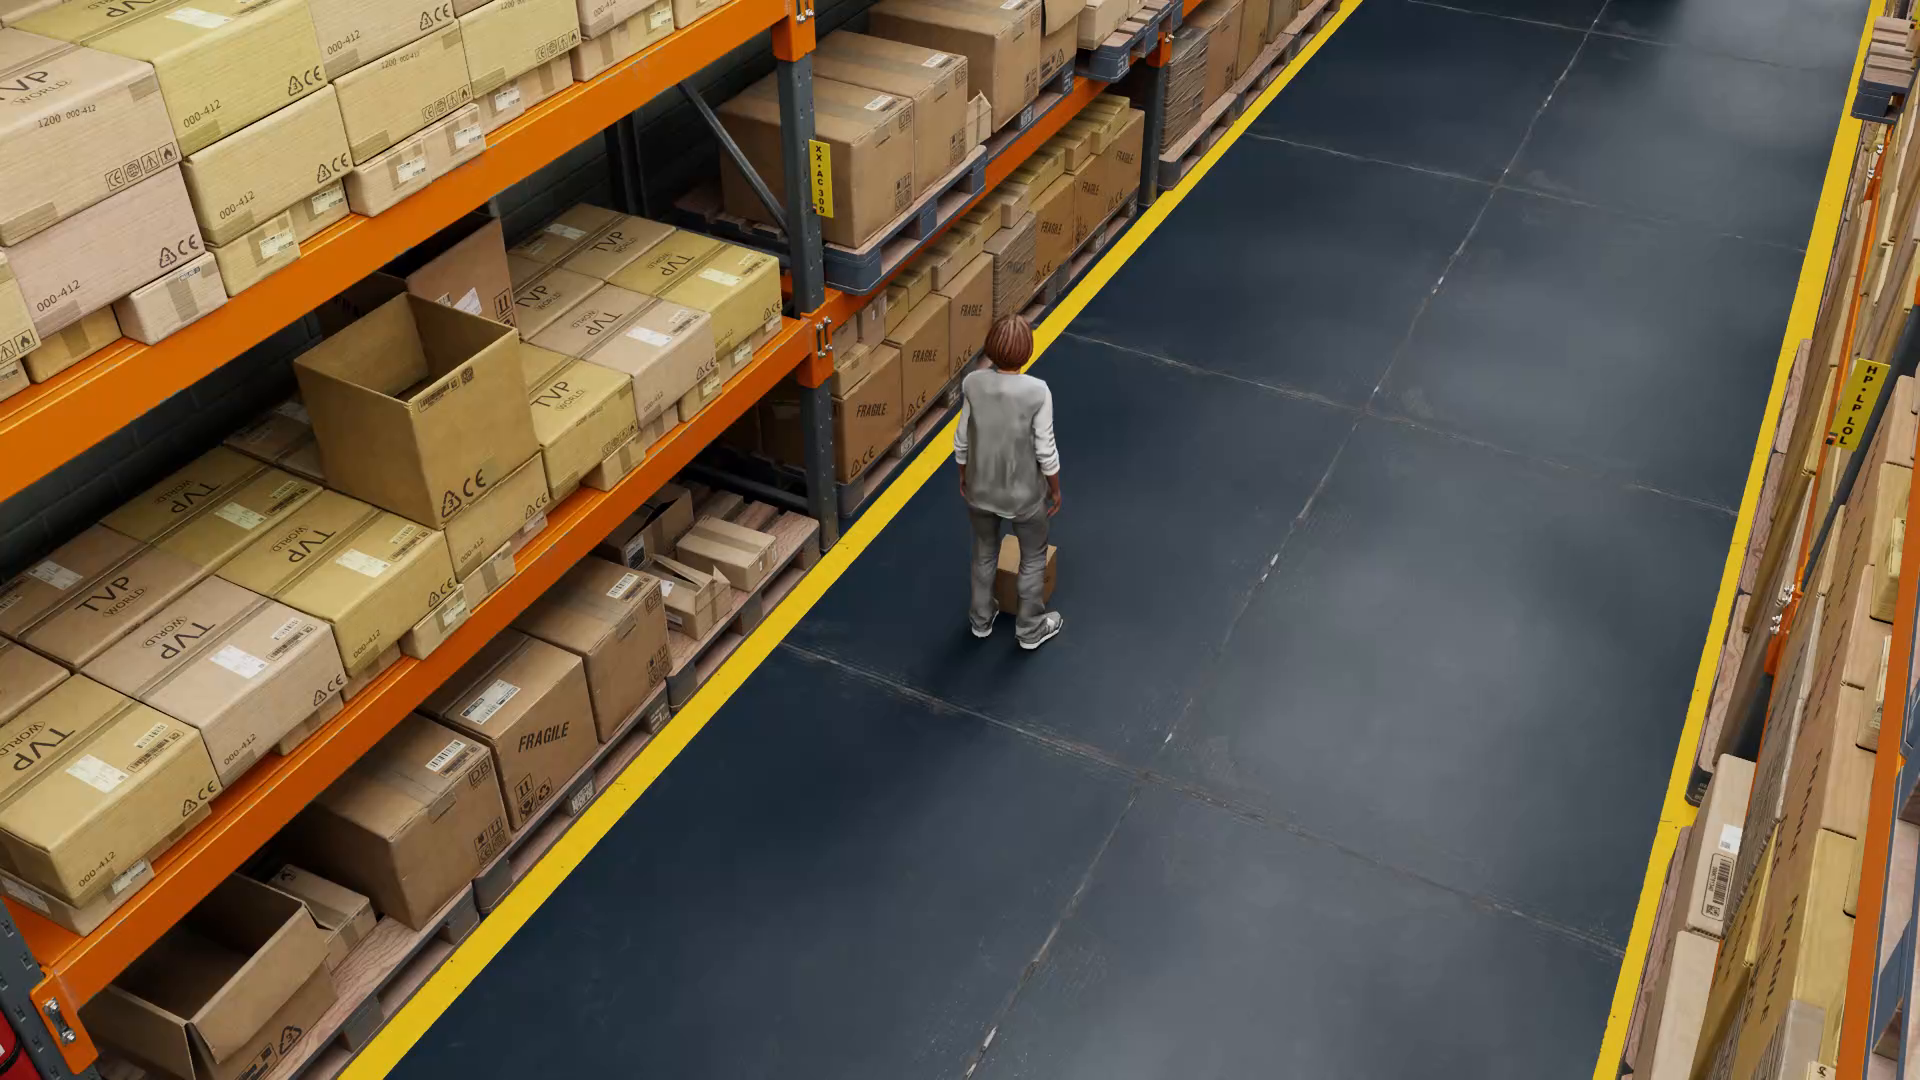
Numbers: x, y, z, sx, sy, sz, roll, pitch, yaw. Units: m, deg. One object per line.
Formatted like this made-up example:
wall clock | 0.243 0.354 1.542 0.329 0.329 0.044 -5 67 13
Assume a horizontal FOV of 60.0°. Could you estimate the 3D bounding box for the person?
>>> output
person | 0.202 -0.213 7.027 0.469 1.589 0.350 14 40 16
